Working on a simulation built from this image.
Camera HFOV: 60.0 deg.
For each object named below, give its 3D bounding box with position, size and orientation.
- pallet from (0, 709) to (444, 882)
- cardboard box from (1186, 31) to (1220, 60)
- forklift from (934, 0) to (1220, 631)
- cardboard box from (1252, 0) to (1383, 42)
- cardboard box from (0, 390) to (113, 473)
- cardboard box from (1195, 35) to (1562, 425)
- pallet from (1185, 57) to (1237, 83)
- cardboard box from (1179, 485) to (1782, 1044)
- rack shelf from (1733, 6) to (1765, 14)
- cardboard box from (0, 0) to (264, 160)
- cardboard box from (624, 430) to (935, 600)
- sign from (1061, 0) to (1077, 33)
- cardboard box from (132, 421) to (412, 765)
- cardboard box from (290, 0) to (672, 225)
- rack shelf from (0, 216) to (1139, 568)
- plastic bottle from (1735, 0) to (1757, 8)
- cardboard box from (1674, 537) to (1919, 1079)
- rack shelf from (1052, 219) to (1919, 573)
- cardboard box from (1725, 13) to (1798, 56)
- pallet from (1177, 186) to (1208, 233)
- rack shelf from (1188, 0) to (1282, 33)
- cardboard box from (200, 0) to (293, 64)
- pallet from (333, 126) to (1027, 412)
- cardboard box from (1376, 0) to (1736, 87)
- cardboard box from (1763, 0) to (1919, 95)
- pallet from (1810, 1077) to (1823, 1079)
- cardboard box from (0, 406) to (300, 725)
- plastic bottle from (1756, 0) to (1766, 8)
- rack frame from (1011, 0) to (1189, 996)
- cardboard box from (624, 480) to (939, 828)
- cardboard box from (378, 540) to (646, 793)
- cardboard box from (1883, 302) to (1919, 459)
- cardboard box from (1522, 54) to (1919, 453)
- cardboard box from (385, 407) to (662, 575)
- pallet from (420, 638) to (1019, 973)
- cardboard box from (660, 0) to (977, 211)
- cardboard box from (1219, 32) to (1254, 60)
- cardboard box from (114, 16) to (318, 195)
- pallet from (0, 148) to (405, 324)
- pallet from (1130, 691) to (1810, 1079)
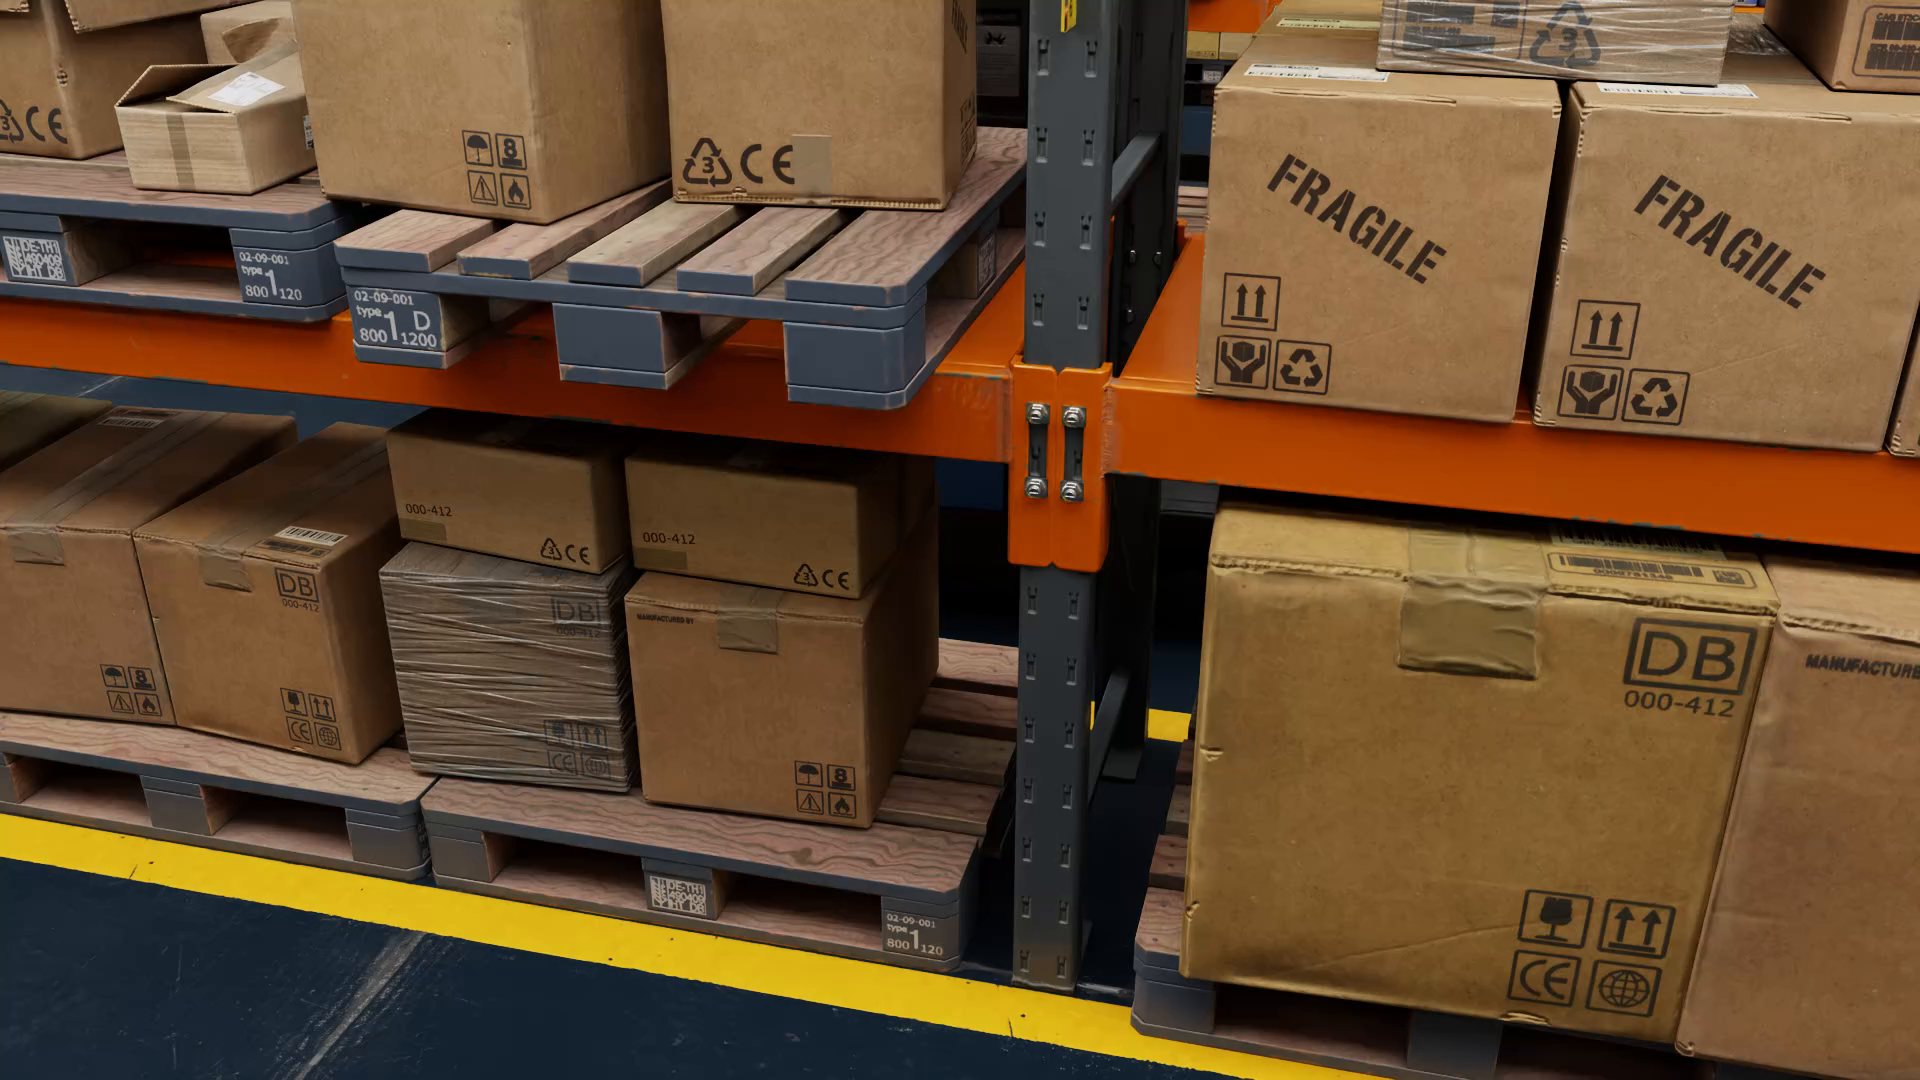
[{"bbox_3d":[-1.645,0.388,4.189,1.213,0.211,1.003,6,26,13],"label":"pallet"},{"bbox_3d":[1.690,-3.736,12.317,0.500,0.250,0.500,6,26,12],"label":"cardboard box"},{"bbox_3d":[0.665,-1.300,4.572,3.031,2.935,1.130,5,26,10],"label":"forklift"},{"bbox_3d":[0.829,-0.751,3.221,0.500,0.500,0.500,7,26,15],"label":"cardboard box"},{"bbox_3d":[-2.538,-0.020,4.198,0.500,0.500,0.700,6,26,13],"label":"cardboard box"},{"bbox_3d":[0.693,-0.535,2.768,0.500,0.500,0.500,7,26,15],"label":"cardboard box"},{"bbox_3d":[1.973,-3.624,12.617,1.213,0.211,1.003,6,26,13],"label":"pallet"},{"bbox_3d":[0.953,0.197,3.330,0.875,0.875,1.225,5,26,11],"label":"cardboard box"},{"bbox_3d":[3.460,-2.178,7.173,4.000,0.370,1.077,6,26,13],"label":"rack shelf"},{"bbox_3d":[-1.882,-1.173,3.615,0.637,0.503,0.797,9,27,18],"label":"cardboard box"},{"bbox_3d":[-0.367,-0.123,3.543,0.500,0.250,0.500,7,26,15],"label":"cardboard box"},{"bbox_3d":[0.164,-0.915,2.428,0.005,0.325,0.100,6,26,13],"label":"sign"},{"bbox_3d":[-1.455,0.099,3.948,0.500,0.500,0.700,9,27,17],"label":"cardboard box"},{"bbox_3d":[-0.809,-0.949,3.150,0.500,0.500,0.700,10,27,21],"label":"cardboard box"},{"bbox_3d":[-1.647,-0.545,3.741,4.000,0.370,1.077,6,26,13],"label":"rack shelf"},{"bbox_3d":[3.205,-2.332,6.803,0.135,0.276,0.152,6,26,13],"label":"plastic bottle"},{"bbox_3d":[1.814,0.296,3.123,0.875,0.875,1.225,6,26,13],"label":"cardboard box"},{"bbox_3d":[2.227,-0.116,2.842,4.000,0.370,1.077,6,26,13],"label":"rack shelf"},{"bbox_3d":[1.311,-0.695,3.104,0.500,0.500,0.500,6,26,13],"label":"cardboard box"},{"bbox_3d":[0.783,-1.557,8.275,1.213,0.211,1.003,6,26,13],"label":"pallet"},{"bbox_3d":[-0.414,-2.607,8.072,4.000,0.370,1.077,6,26,13],"label":"rack shelf"},{"bbox_3d":[-1.276,-1.052,3.657,0.500,0.250,0.500,6,26,12],"label":"cardboard box"},{"bbox_3d":[-0.427,-0.601,3.245,1.003,0.211,1.213,6,26,13],"label":"pallet"},{"bbox_3d":[0.994,-1.068,2.721,0.637,0.503,0.797,7,26,15],"label":"cardboard box"},{"bbox_3d":[1.624,-0.997,2.572,0.637,0.503,0.797,7,26,14],"label":"cardboard box"},{"bbox_3d":[2.212,0.851,3.217,1.213,0.211,1.003,6,26,13],"label":"pallet"},{"bbox_3d":[-1.996,0.040,4.073,0.500,0.500,0.700,4,26,9],"label":"cardboard box"},{"bbox_3d":[3.359,-2.347,6.747,0.185,0.351,0.144,6,26,13],"label":"plastic bottle"},{"bbox_3d":[0.290,-0.655,3.137,0.127,3.000,1.000,6,26,13],"label":"rack frame"},{"bbox_3d":[-0.364,0.211,3.713,0.500,0.500,0.700,5,26,10],"label":"cardboard box"},{"bbox_3d":[-0.905,0.157,3.826,0.500,0.500,0.700,4,26,9],"label":"cardboard box"},{"bbox_3d":[1.690,-0.427,2.542,0.500,0.500,0.500,6,26,12],"label":"cardboard box"},{"bbox_3d":[1.193,-0.481,2.654,0.500,0.500,0.500,6,26,12],"label":"cardboard box"},{"bbox_3d":[-0.883,-0.176,3.653,0.500,0.250,0.500,9,27,19],"label":"cardboard box"},{"bbox_3d":[-0.467,0.520,3.913,1.213,0.211,1.003,6,26,13],"label":"pallet"},{"bbox_3d":[-0.243,-0.931,3.112,0.500,0.500,0.500,3,26,7],"label":"cardboard box"},{"bbox_3d":[2.190,-3.682,12.204,0.500,0.250,0.500,7,26,14],"label":"cardboard box"},{"bbox_3d":[-1.393,-0.850,3.214,0.258,0.266,0.396,6,26,12],"label":"cardboard box"},{"bbox_3d":[-1.638,-0.764,3.587,1.213,0.211,1.003,6,26,13],"label":"pallet"},{"bbox_3d":[1.035,0.720,3.493,1.213,0.211,1.003,6,26,13],"label":"pallet"}]
